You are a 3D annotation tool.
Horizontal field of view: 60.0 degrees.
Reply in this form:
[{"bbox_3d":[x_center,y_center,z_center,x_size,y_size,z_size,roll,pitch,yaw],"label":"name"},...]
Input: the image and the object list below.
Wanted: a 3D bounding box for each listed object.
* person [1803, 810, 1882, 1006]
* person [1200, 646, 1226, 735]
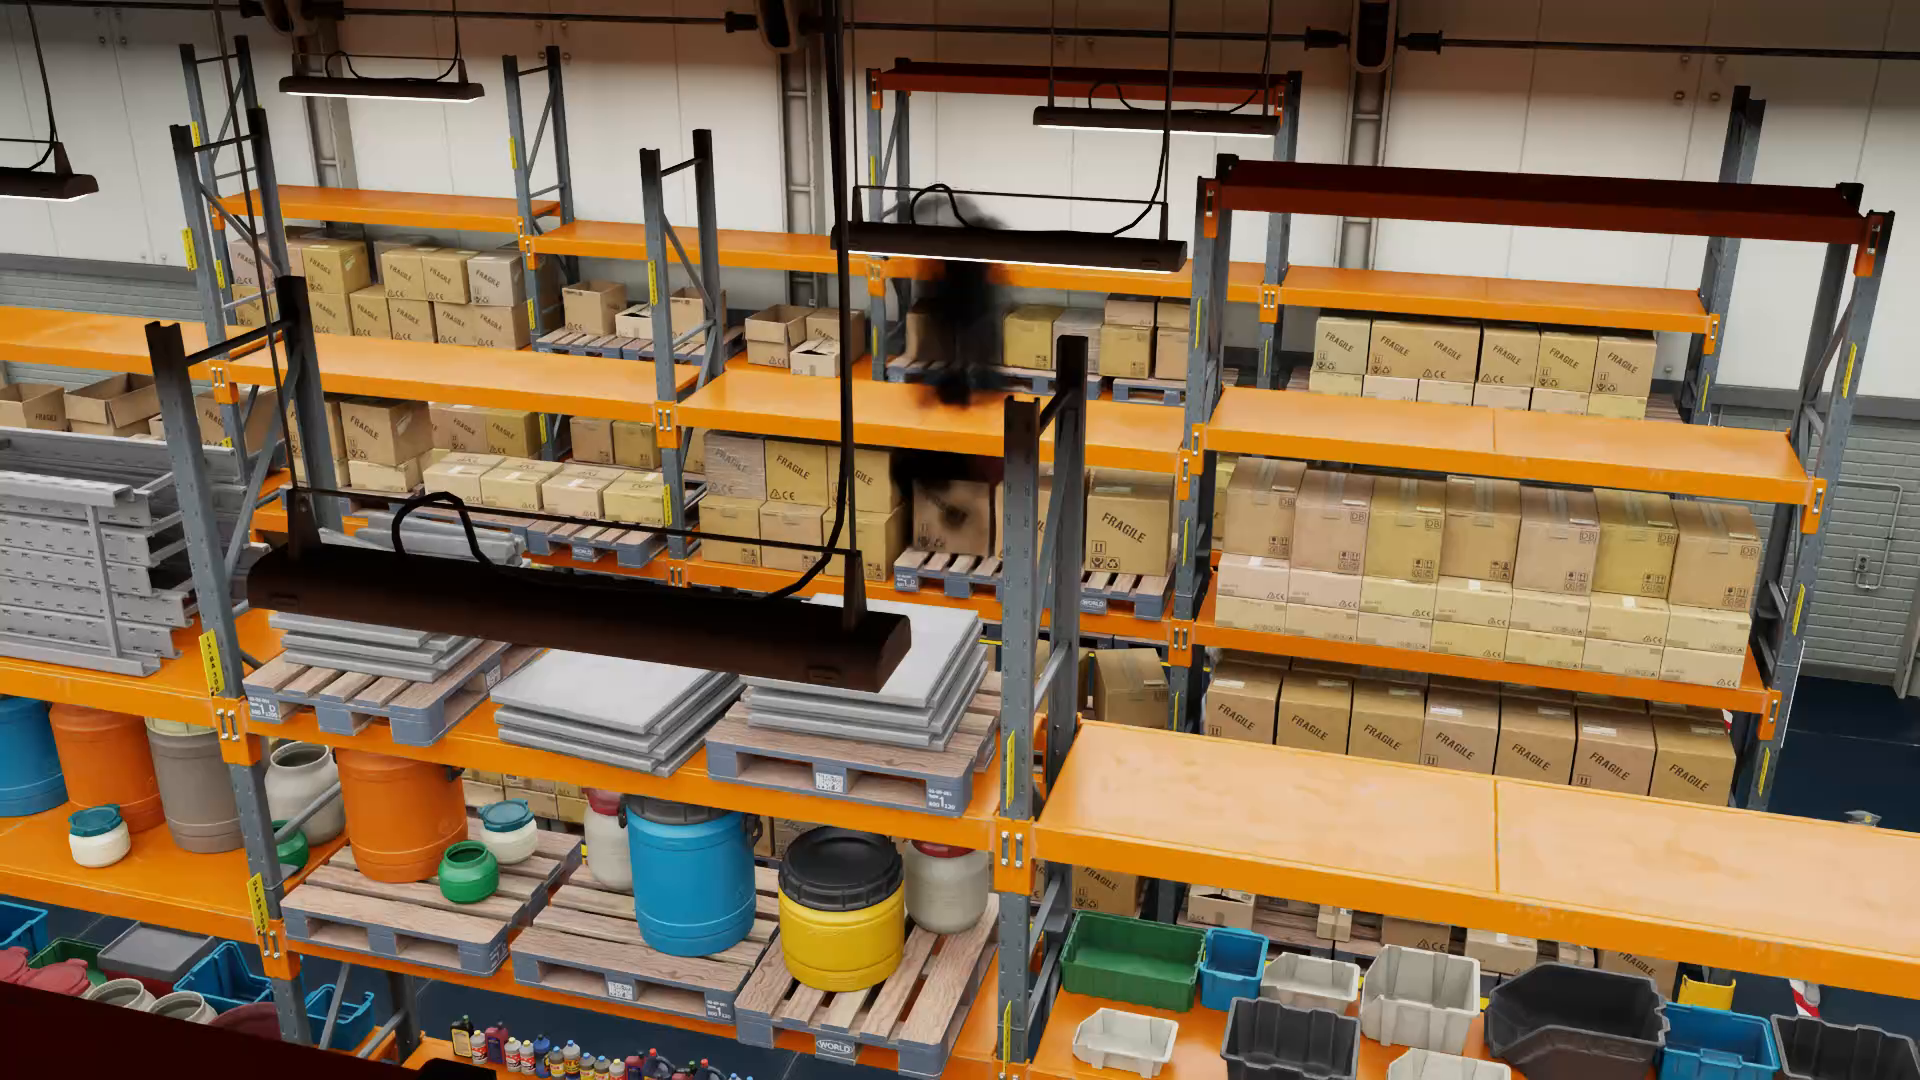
[{"bbox_3d":[6.460,2.678,12.213,0.630,1.652,0.505,6,23,14],"label":"person"},{"bbox_3d":[2.288,1.262,14.717,0.577,1.745,0.636,3,23,8],"label":"person"}]
